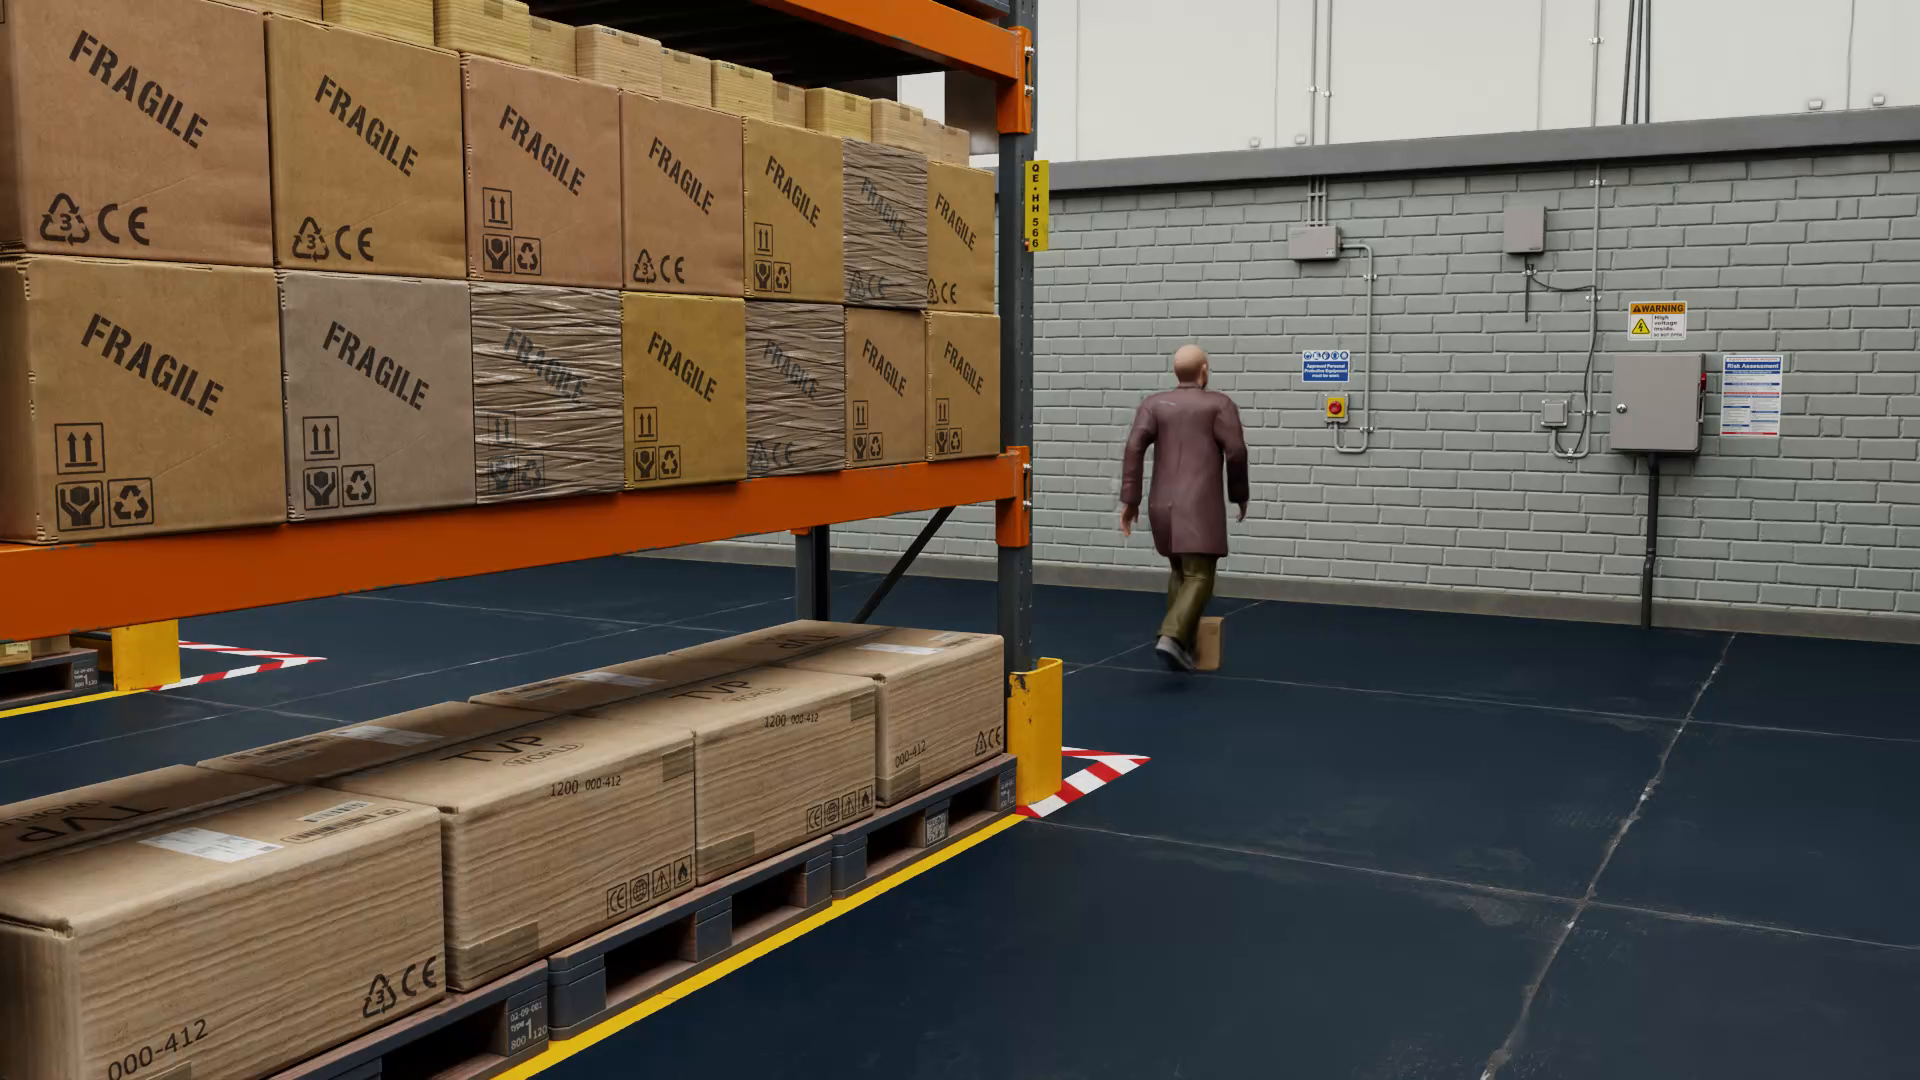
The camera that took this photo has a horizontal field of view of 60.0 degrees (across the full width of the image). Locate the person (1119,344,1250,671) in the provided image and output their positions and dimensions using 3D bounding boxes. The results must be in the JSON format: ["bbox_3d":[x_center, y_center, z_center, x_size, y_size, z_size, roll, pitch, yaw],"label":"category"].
[{"bbox_3d":[1.138,-0.159,8.699,0.667,1.721,0.887,4,7,36],"label":"person"}]
